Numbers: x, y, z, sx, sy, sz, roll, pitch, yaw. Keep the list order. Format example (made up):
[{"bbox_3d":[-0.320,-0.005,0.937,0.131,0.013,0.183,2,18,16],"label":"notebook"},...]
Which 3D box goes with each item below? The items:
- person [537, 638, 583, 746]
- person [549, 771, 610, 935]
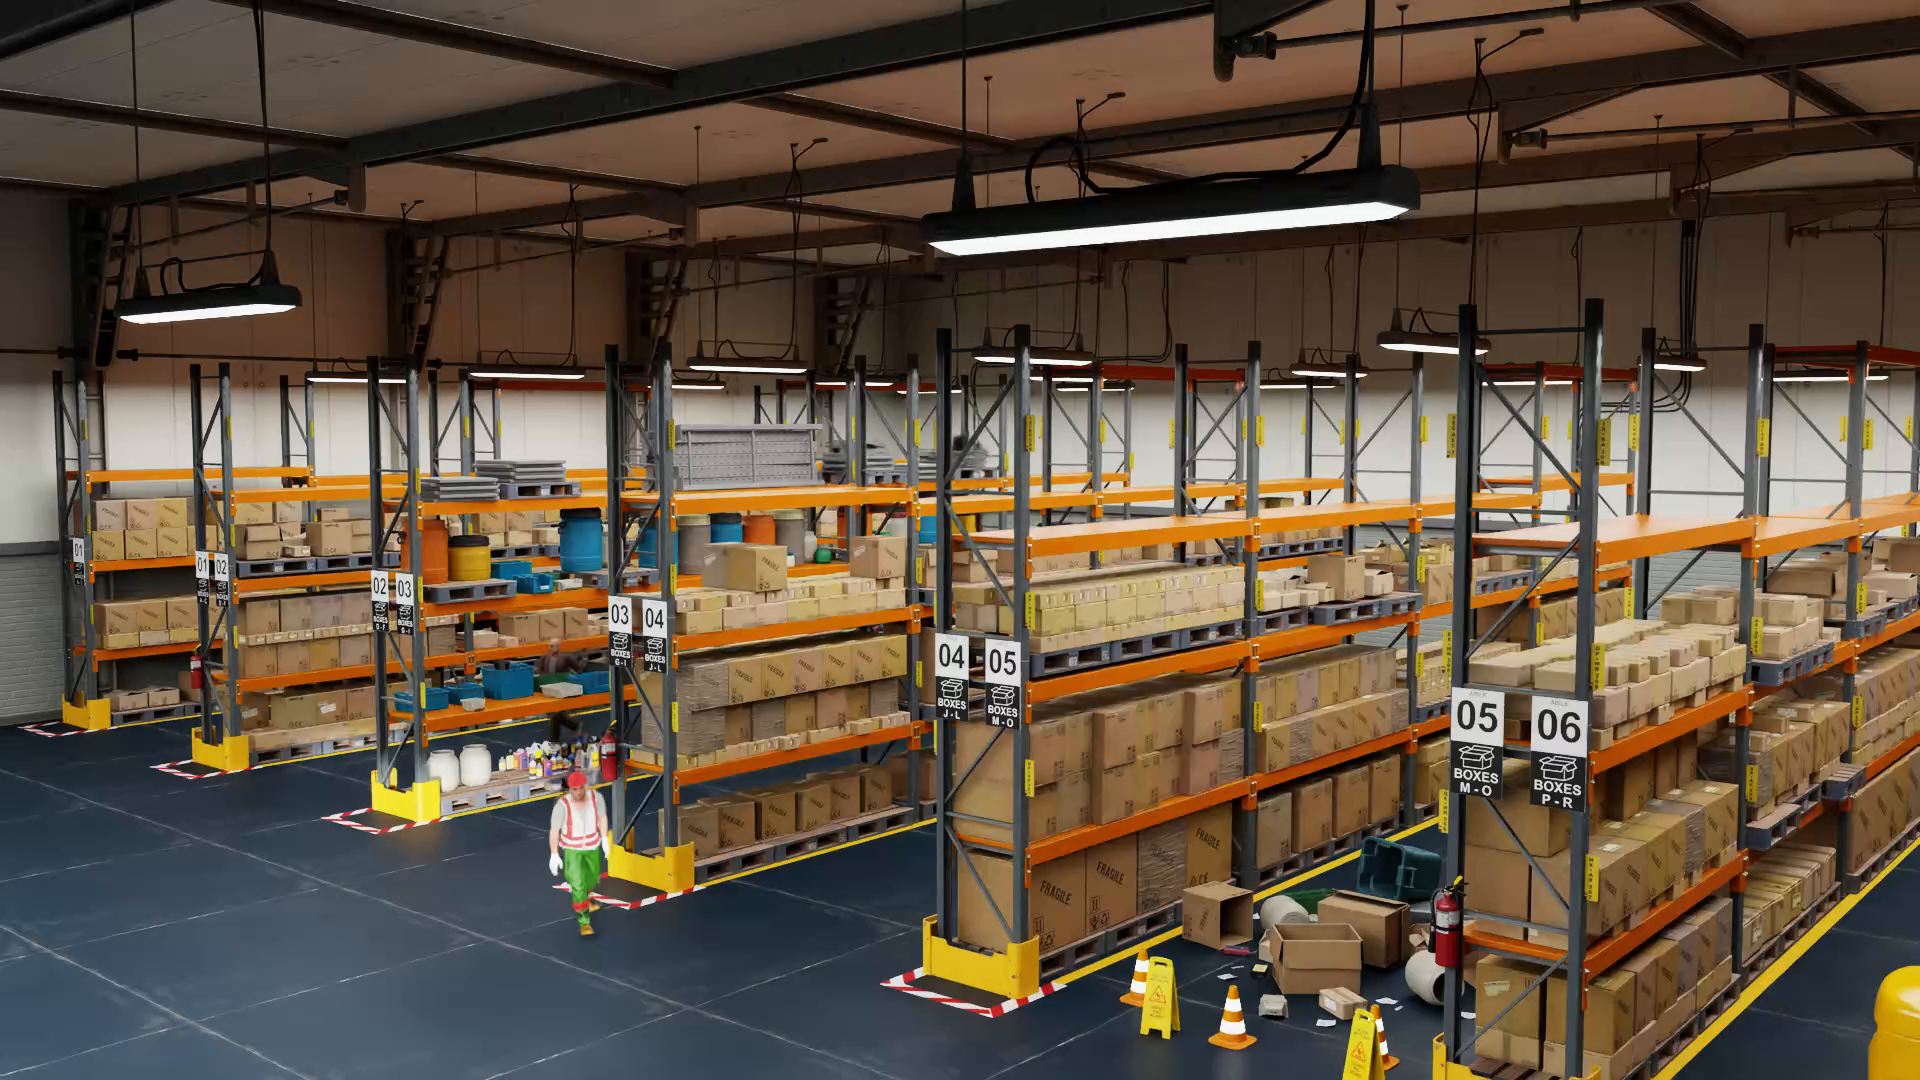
[{"bbox_3d":[-6.290,2.407,26.325,0.708,1.763,0.812,2,5,26],"label":"person"},{"bbox_3d":[-3.906,3.118,16.935,0.639,1.673,0.908,-2,5,-27],"label":"person"}]
